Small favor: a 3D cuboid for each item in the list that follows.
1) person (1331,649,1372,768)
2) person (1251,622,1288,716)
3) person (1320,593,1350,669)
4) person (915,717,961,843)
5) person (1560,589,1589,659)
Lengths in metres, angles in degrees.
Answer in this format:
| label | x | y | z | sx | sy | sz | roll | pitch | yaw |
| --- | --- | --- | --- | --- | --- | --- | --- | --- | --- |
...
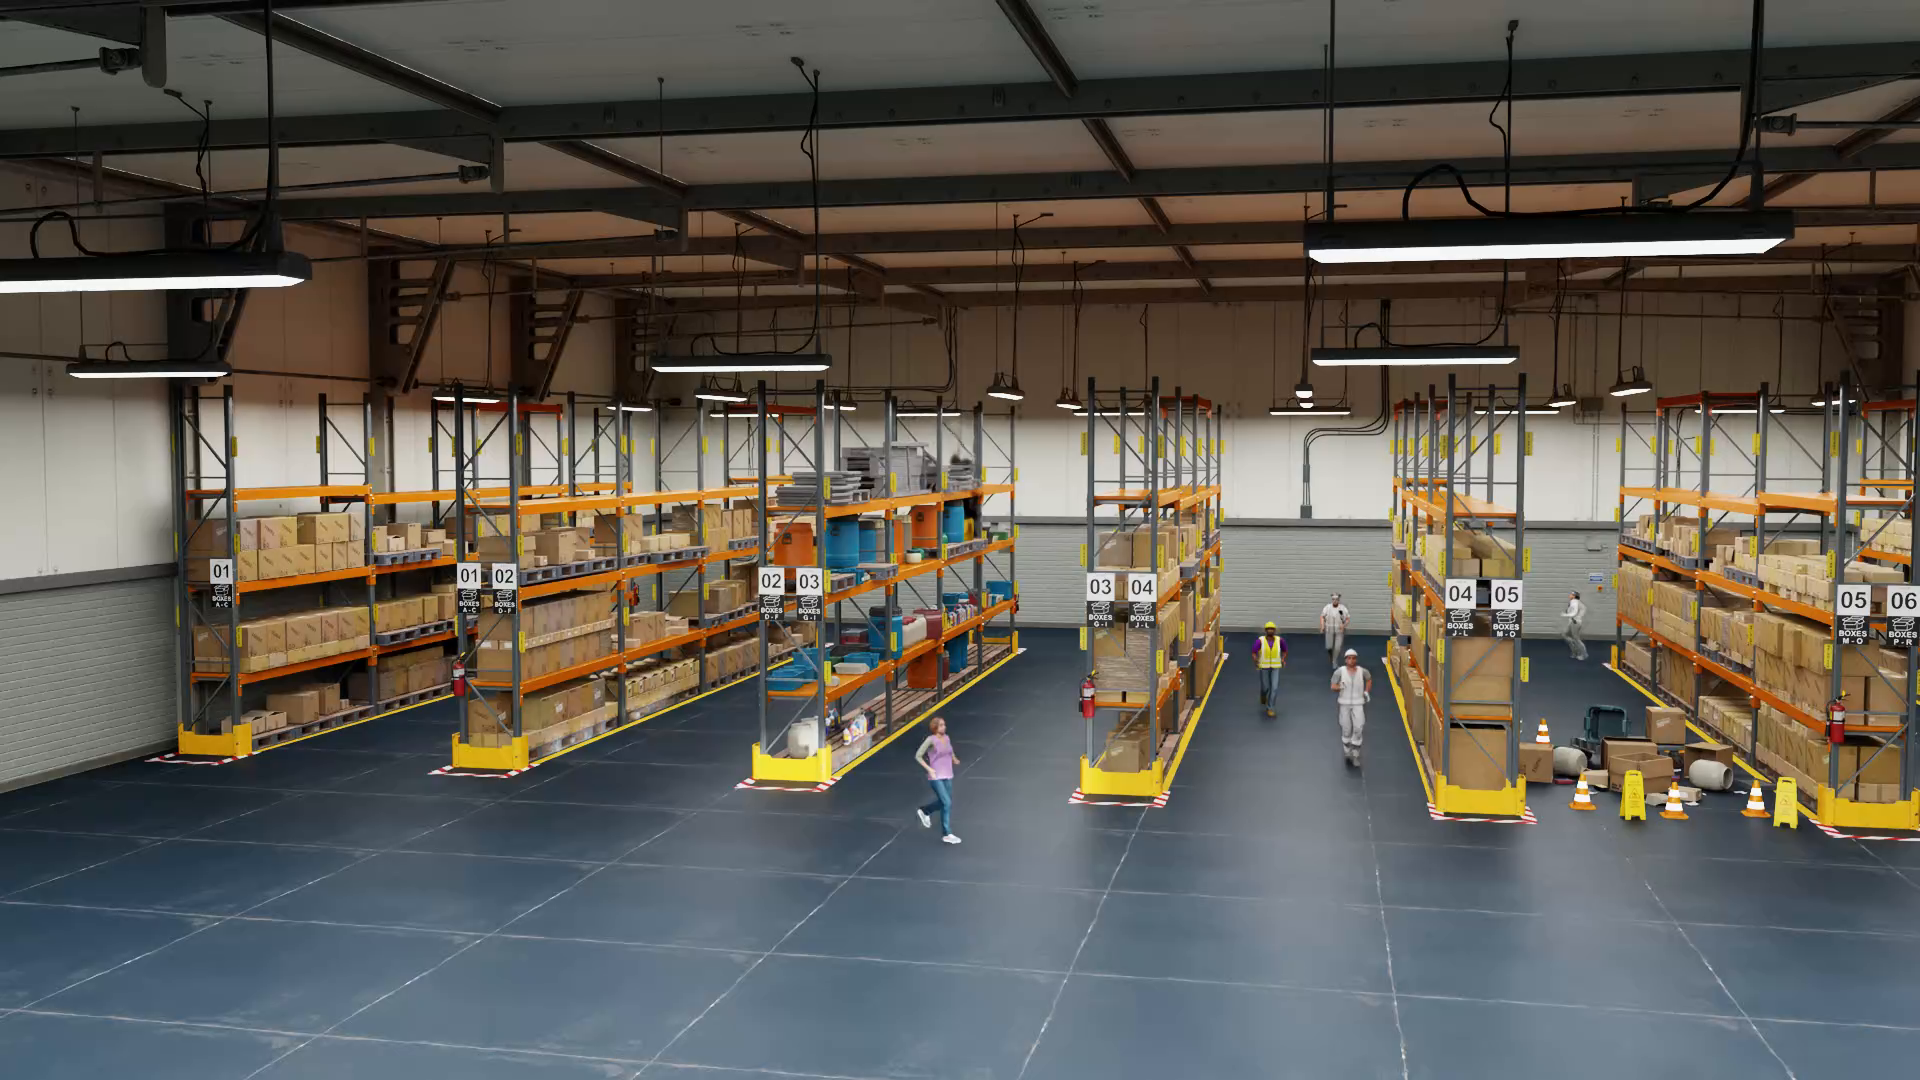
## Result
| label | x | y | z | sx | sy | sz | roll | pitch | yaw |
| --- | --- | --- | --- | --- | --- | --- | --- | --- | --- |
| person | 6.168 | 2.638 | 26.223 | 0.637 | 1.839 | 0.753 | 1 | 3 | 12 |
| person | 5.813 | 2.397 | 31.171 | 0.699 | 1.738 | 0.748 | 0 | 3 | 4 |
| person | 8.456 | 2.047 | 37.530 | 0.657 | 1.725 | 0.596 | 1 | 3 | 16 |
| person | -0.289 | 3.029 | 21.161 | 0.792 | 1.566 | 0.548 | 3 | 4 | 43 |
| person | 14.433 | 1.975 | 39.071 | 0.662 | 1.672 | 0.592 | 1 | 3 | 19 |
